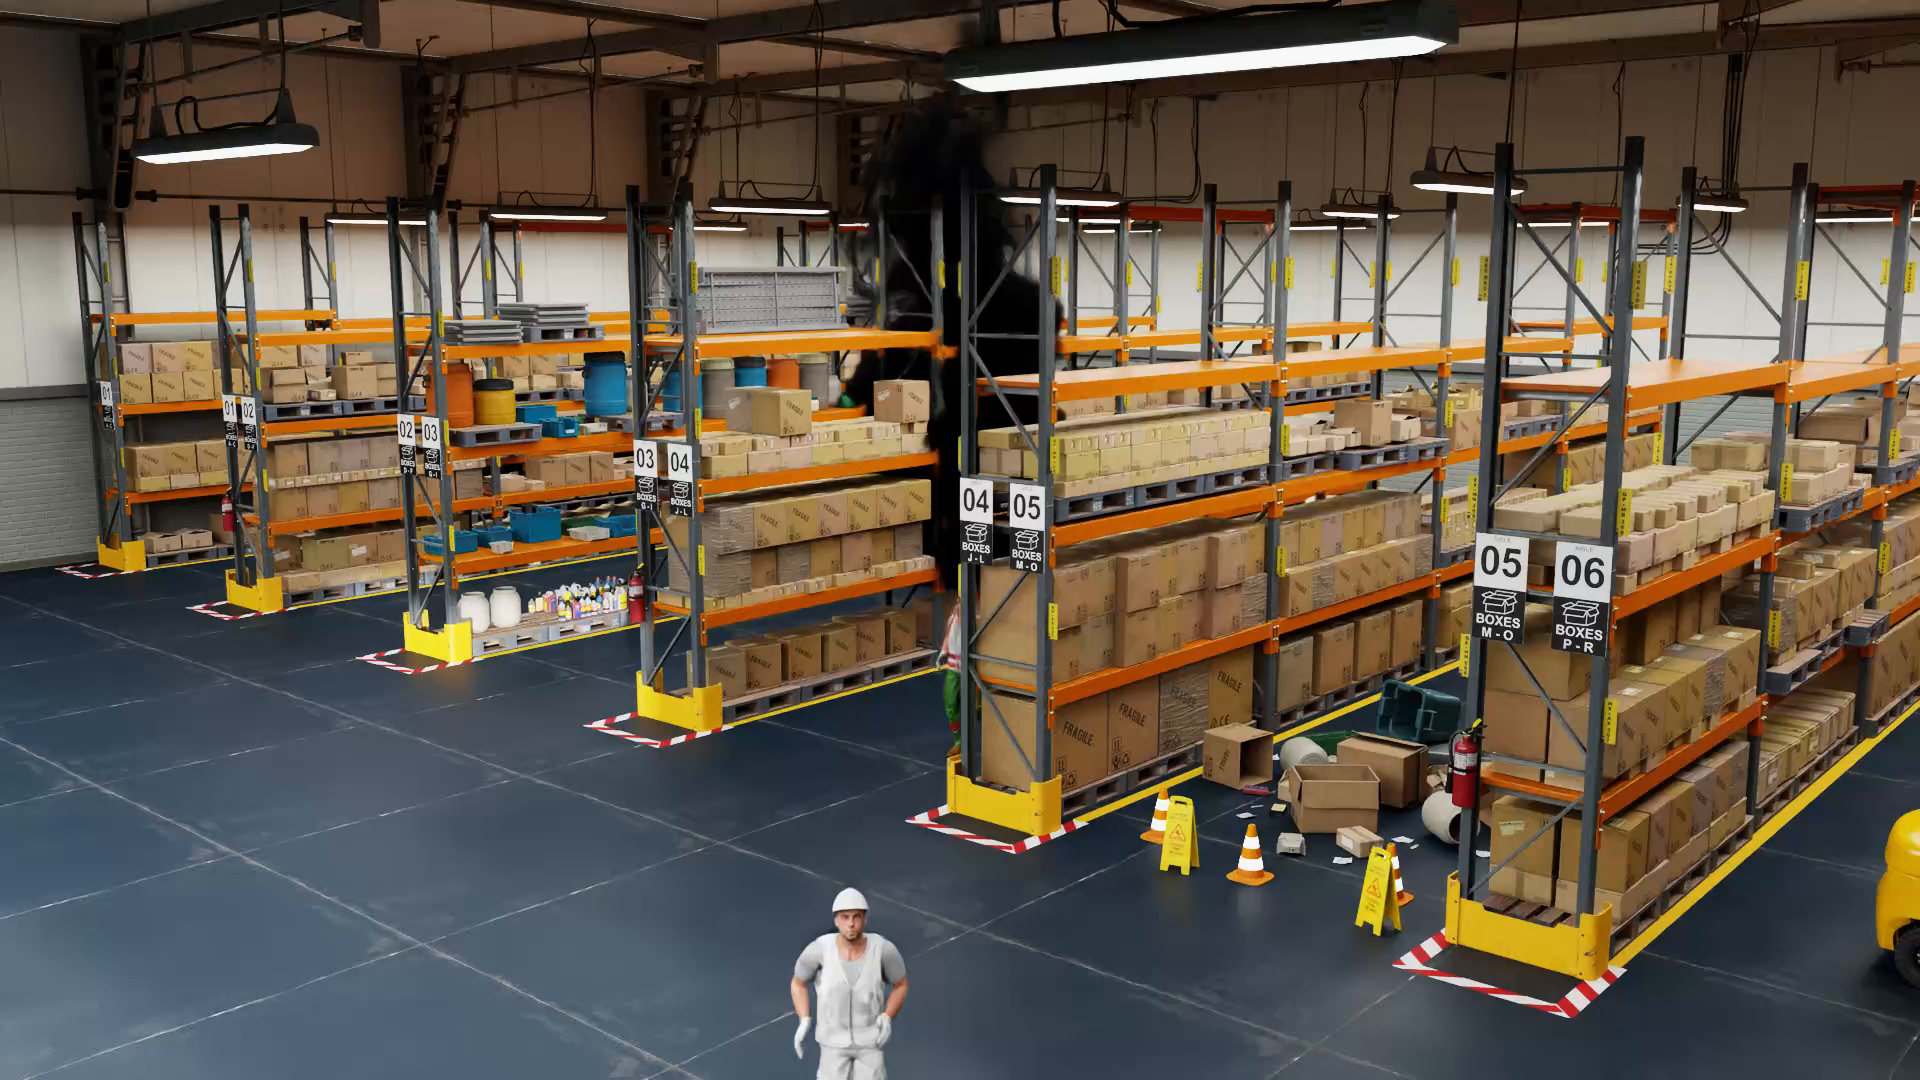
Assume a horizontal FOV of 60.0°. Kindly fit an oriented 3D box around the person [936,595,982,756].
[{"bbox_3d":[0.076,1.381,17.678,0.683,1.759,0.695,7,12,38],"label":"person"}]

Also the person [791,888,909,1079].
[{"bbox_3d":[-0.608,2.790,9.322,0.658,1.738,0.601,-1,10,-7],"label":"person"}]

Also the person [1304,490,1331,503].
[{"bbox_3d":[5.678,-0.086,26.285,0.703,1.758,0.983,7,12,37],"label":"person"}]
